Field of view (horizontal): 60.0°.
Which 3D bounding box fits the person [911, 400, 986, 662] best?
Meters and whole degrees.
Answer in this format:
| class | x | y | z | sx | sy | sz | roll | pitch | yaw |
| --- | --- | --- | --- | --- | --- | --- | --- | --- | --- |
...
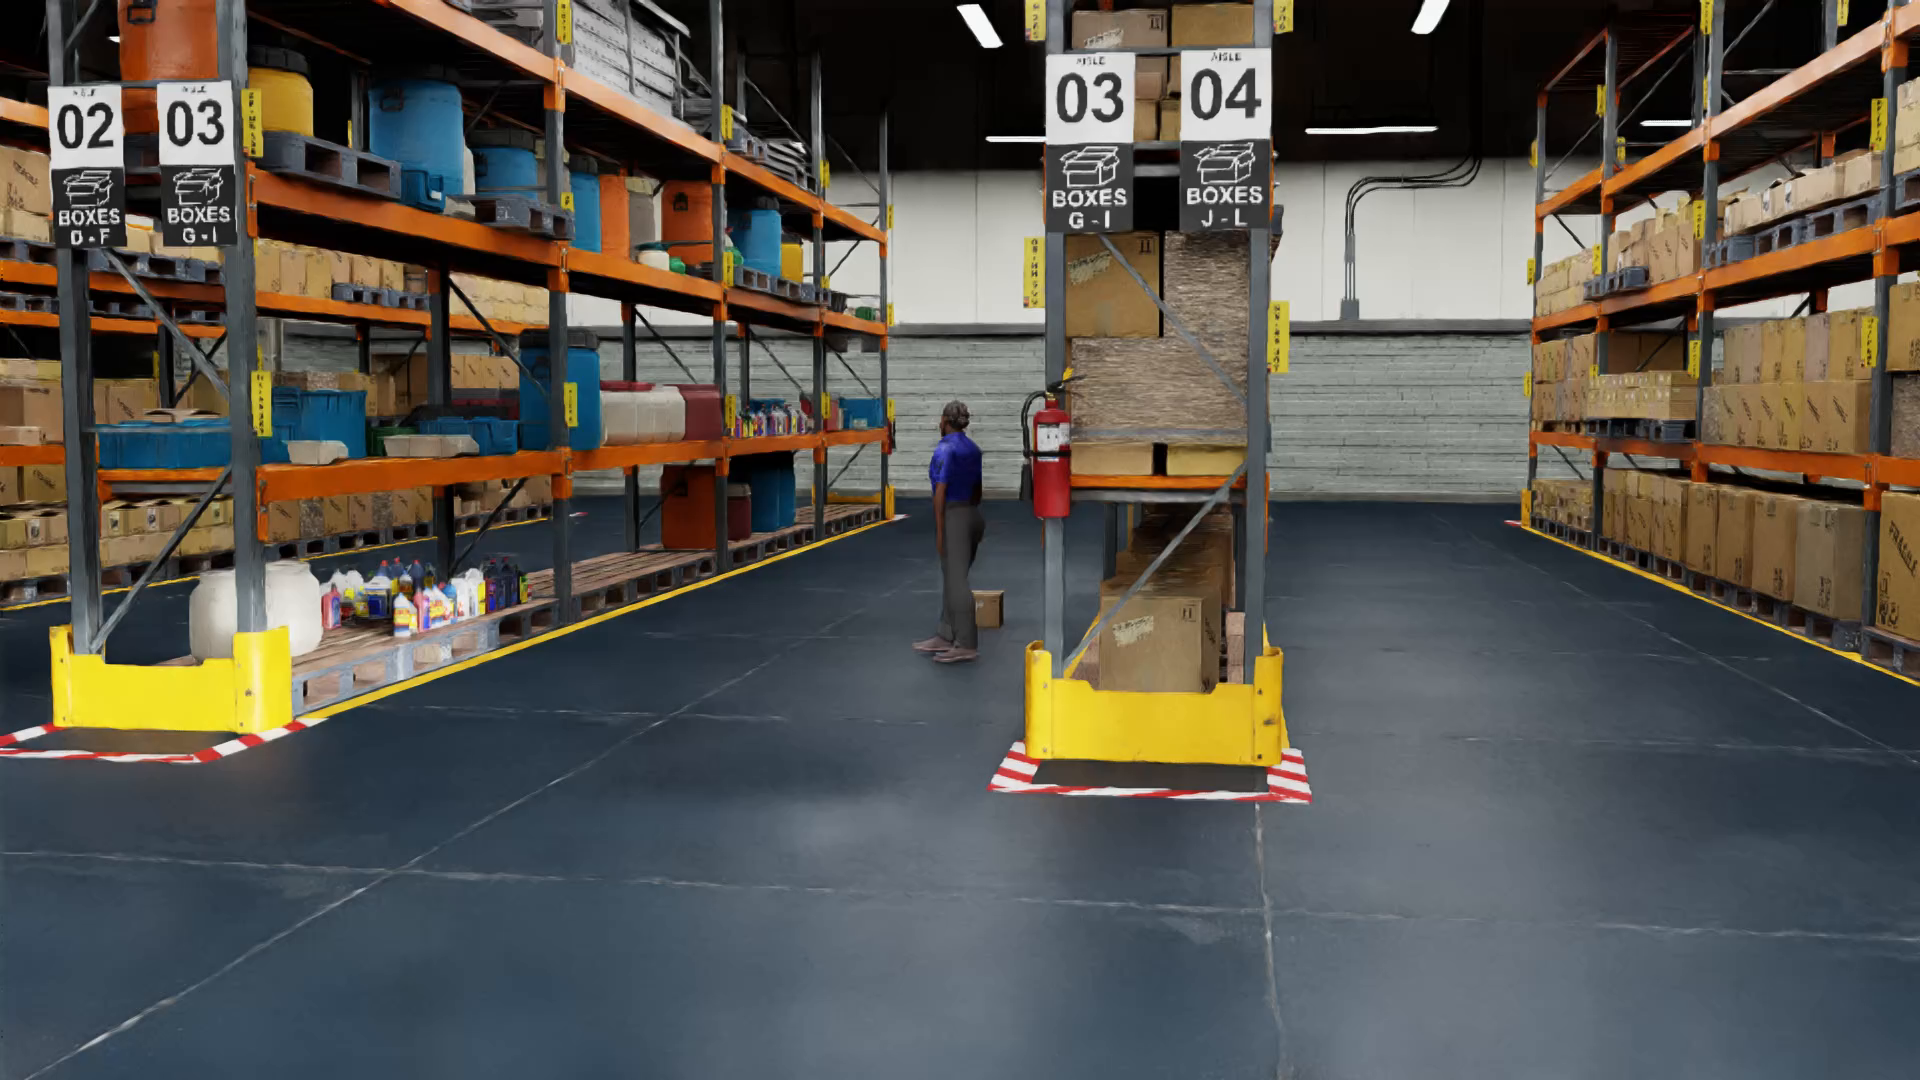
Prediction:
| class | x | y | z | sx | sy | sz | roll | pitch | yaw |
| --- | --- | --- | --- | --- | --- | --- | --- | --- | --- |
| person | -0.062 | -0.070 | 10.765 | 0.562 | 1.661 | 0.541 | 3 | 5 | 29 |
